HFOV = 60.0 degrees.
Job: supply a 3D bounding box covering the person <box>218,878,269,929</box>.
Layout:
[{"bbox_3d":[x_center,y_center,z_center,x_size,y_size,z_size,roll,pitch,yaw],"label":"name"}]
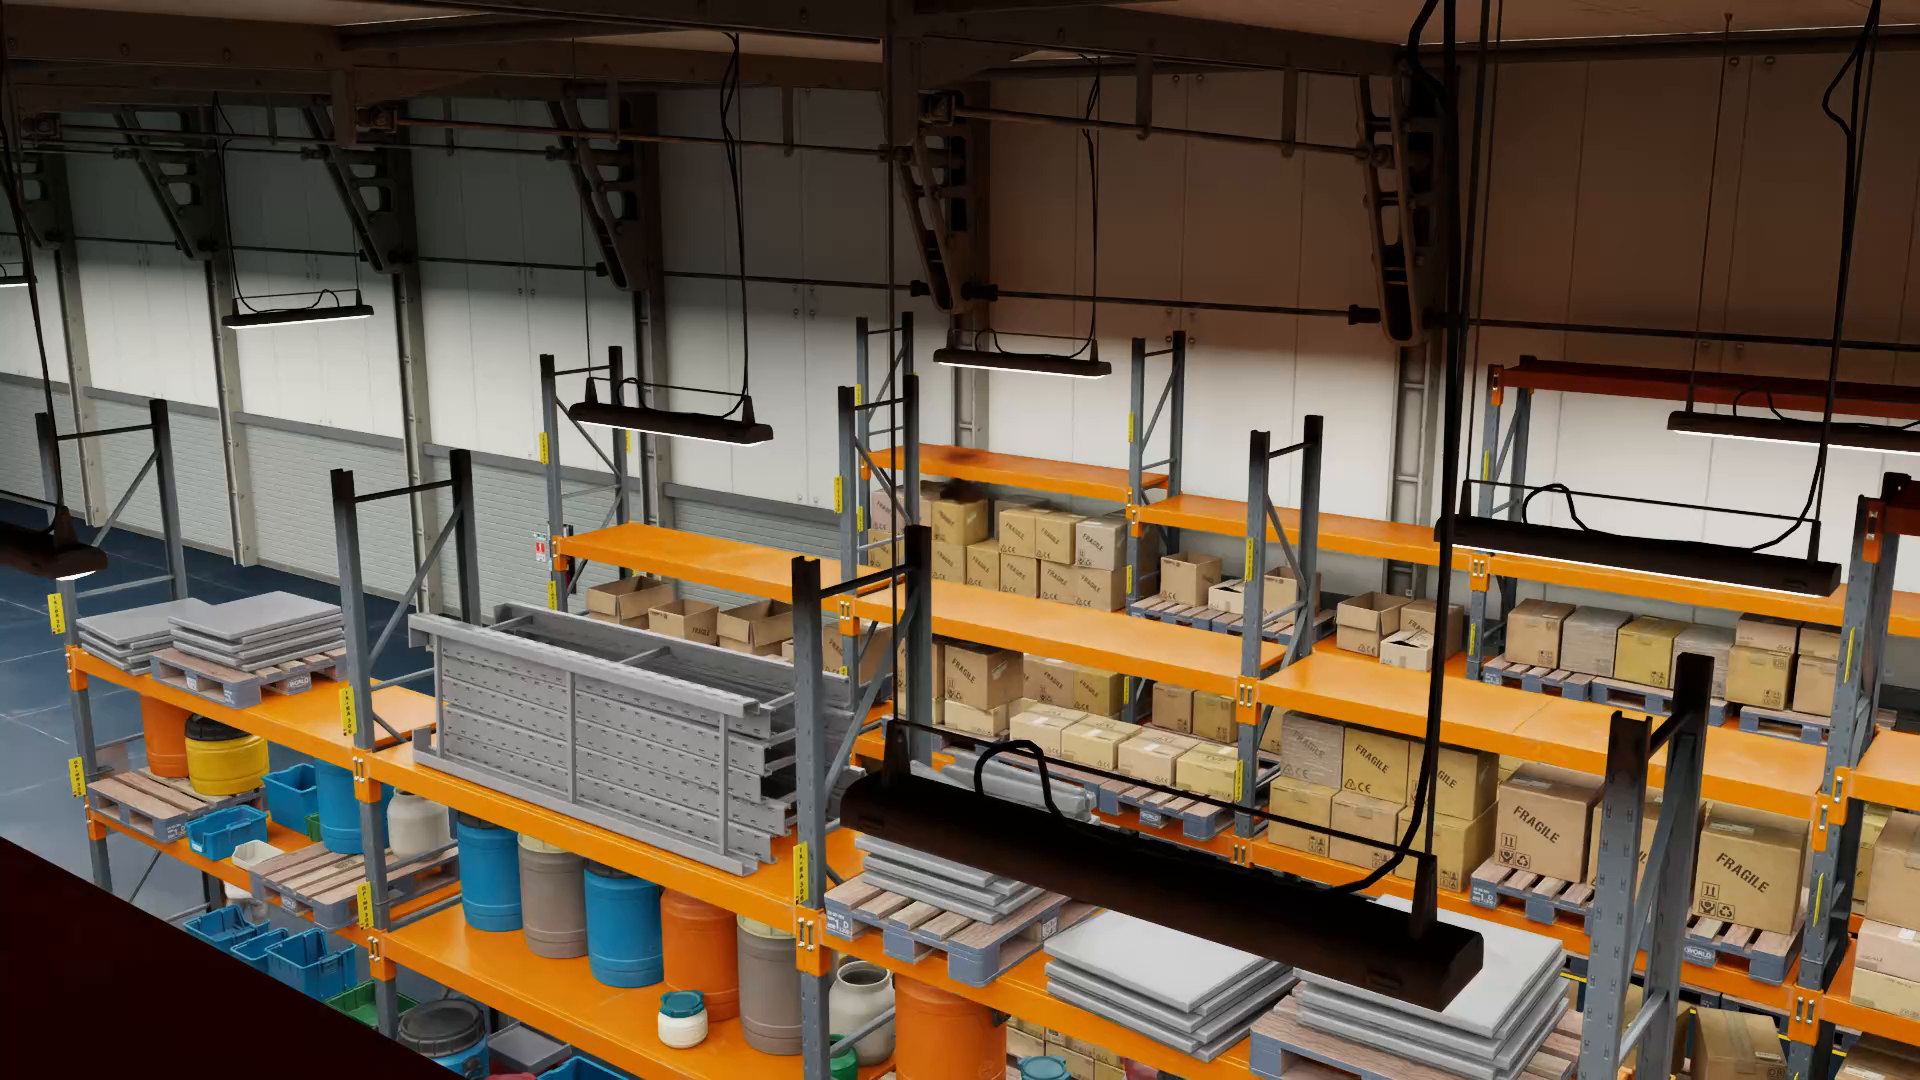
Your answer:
[{"bbox_3d":[-7.046,3.469,16.395,0.614,1.768,0.469,-3,13,-13],"label":"person"}]
